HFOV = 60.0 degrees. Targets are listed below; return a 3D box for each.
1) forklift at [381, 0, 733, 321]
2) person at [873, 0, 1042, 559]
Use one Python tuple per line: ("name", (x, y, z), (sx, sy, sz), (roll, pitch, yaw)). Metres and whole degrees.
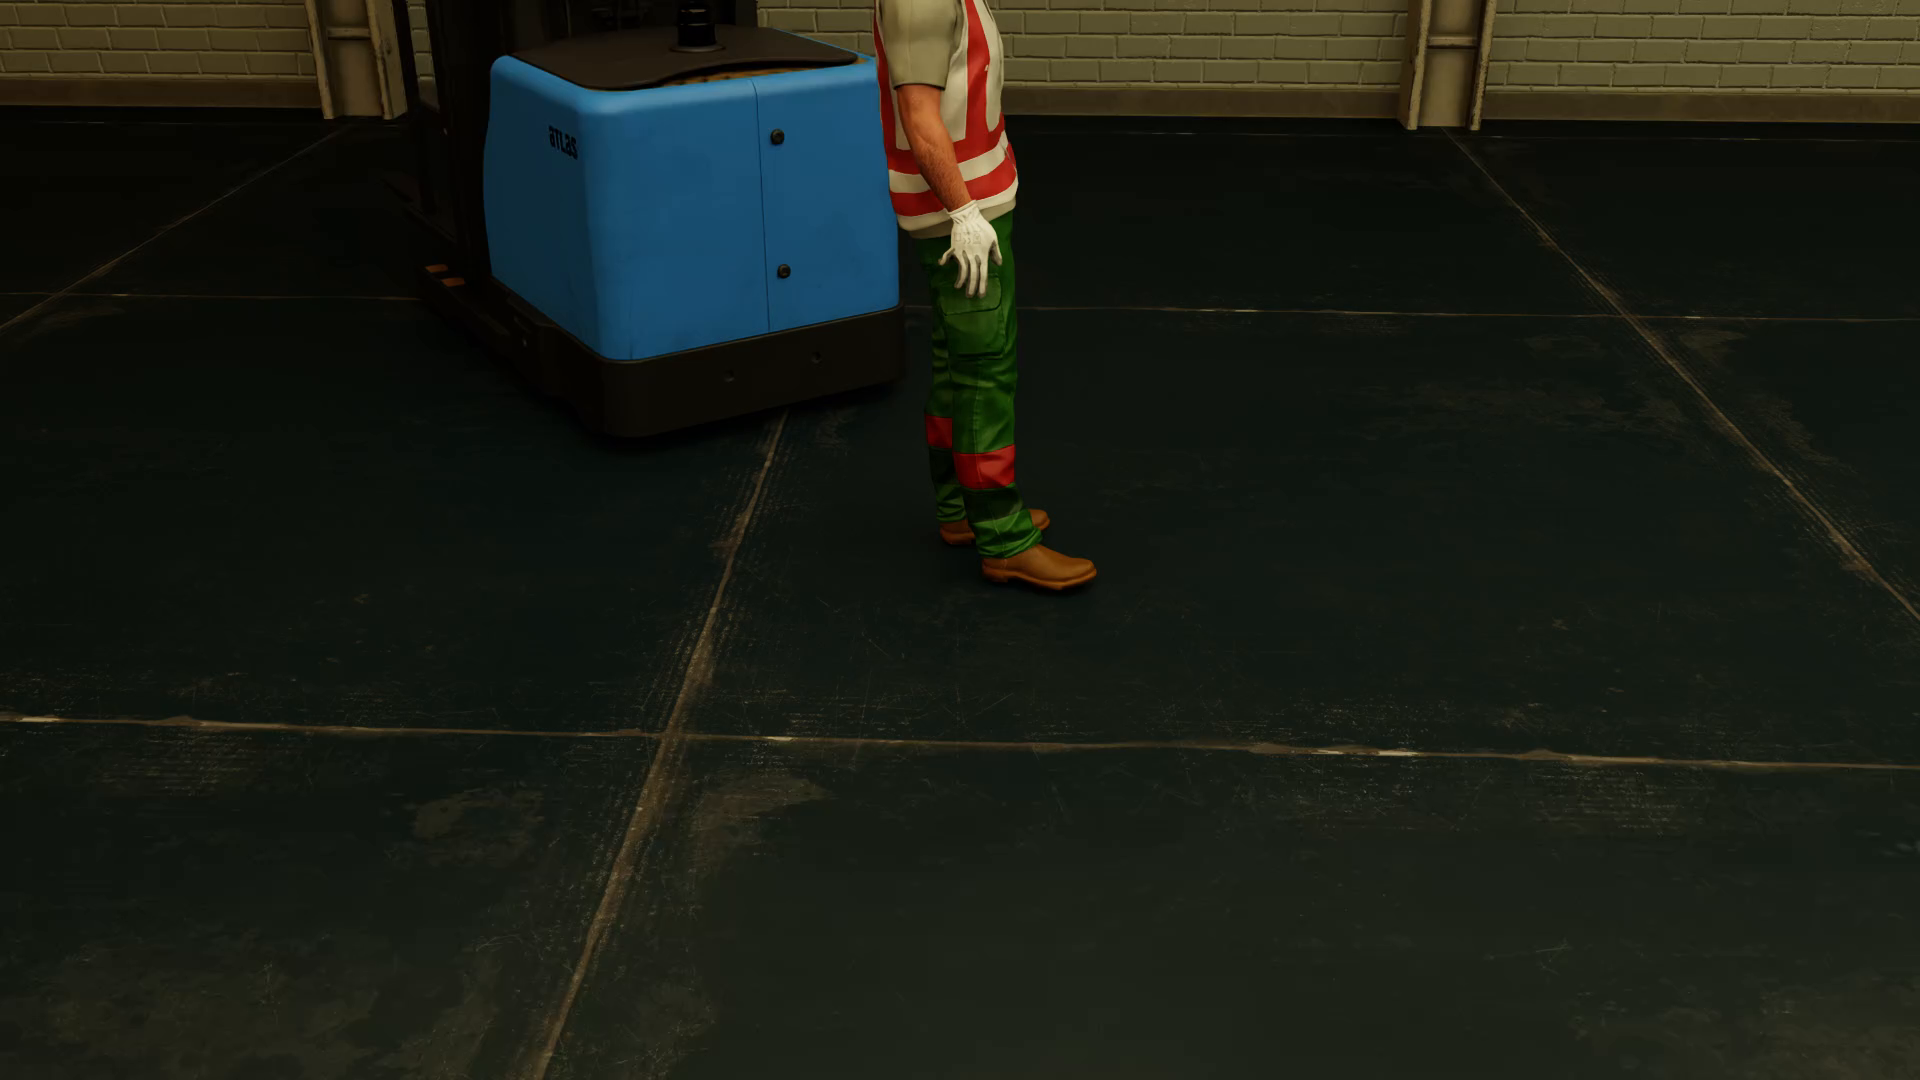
("forklift", (-1.403, -2.225, 5.720), (1.121, 2.935, 3.031), (-16, 31, -29))
("person", (0.012, -0.805, 4.112), (0.418, 1.691, 0.638), (1, 26, 2))
